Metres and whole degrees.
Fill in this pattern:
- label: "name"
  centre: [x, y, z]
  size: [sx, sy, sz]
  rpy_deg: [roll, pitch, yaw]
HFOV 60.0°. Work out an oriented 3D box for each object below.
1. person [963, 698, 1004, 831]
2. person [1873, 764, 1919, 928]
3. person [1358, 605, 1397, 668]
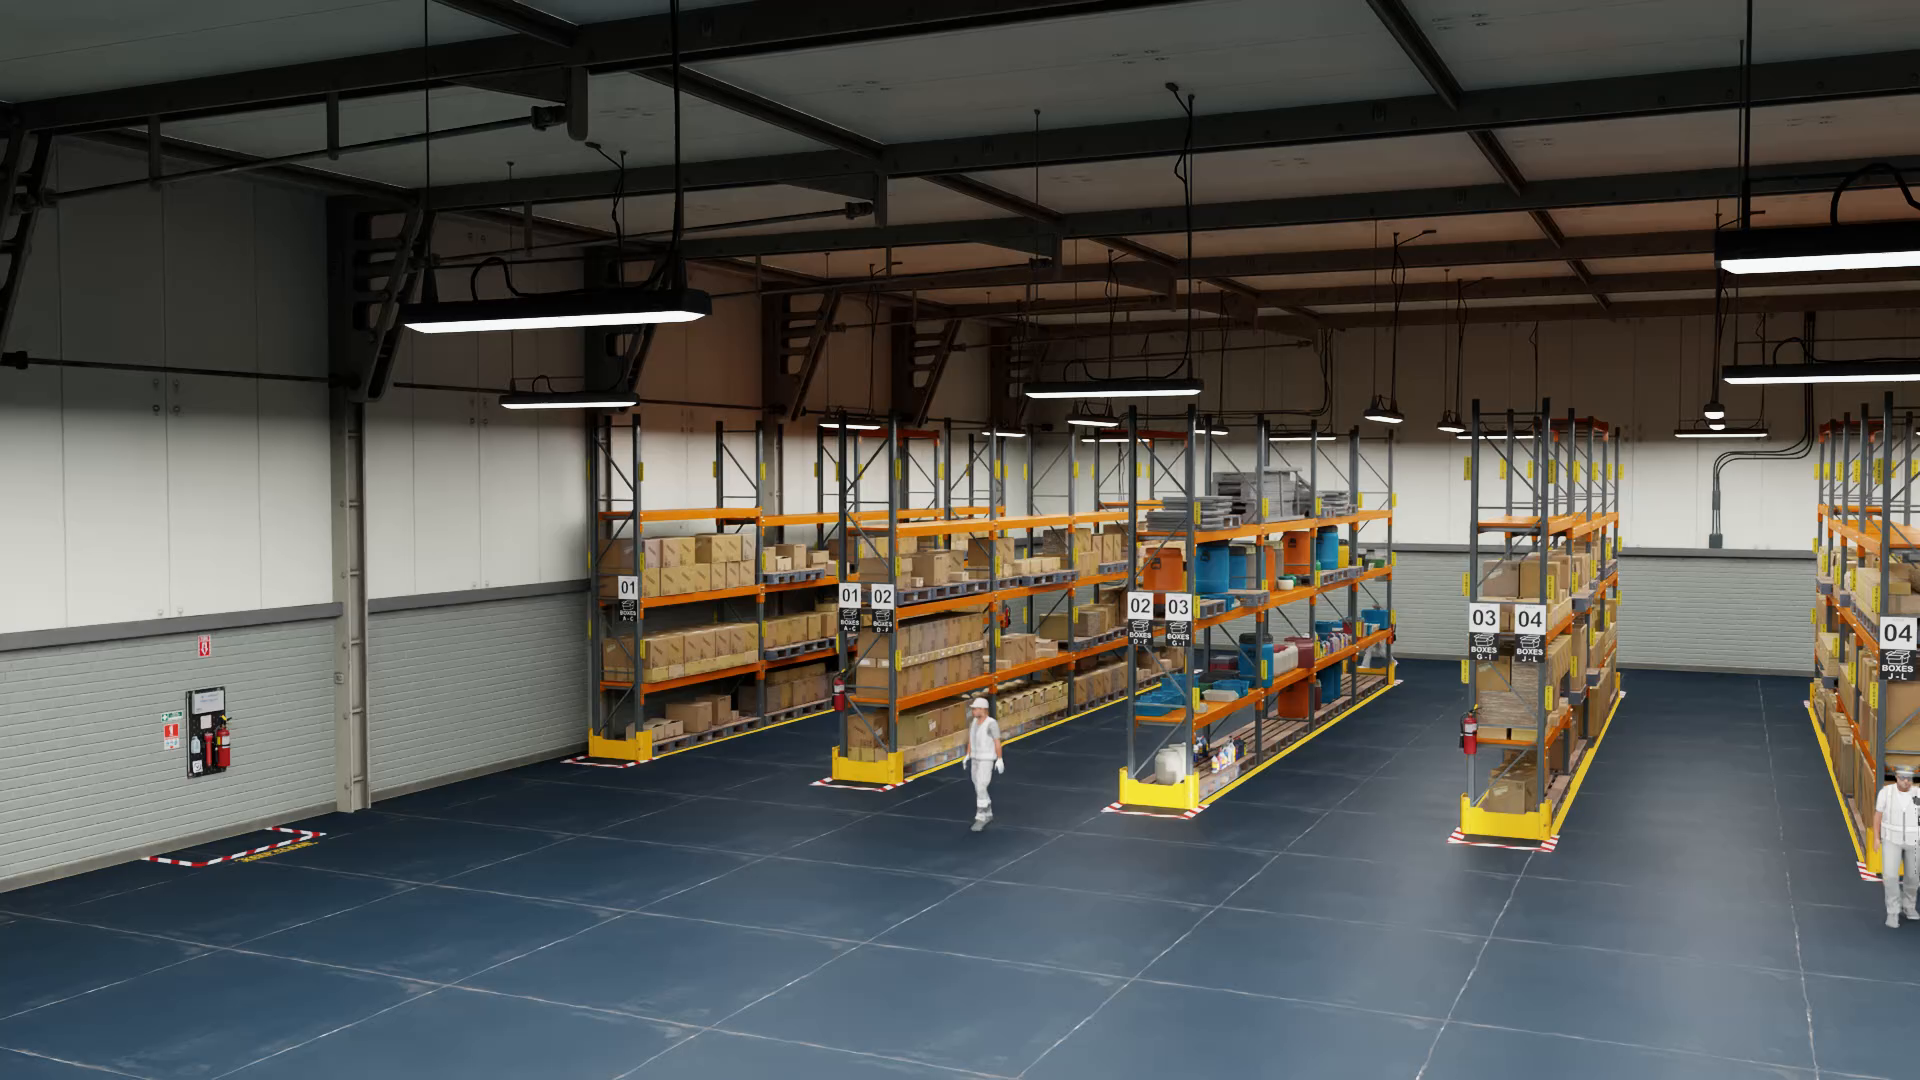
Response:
- label: "person"
  centre: [0.248, 3.142, 23.503]
  size: [0.640, 1.791, 0.623]
  rpy_deg: [-2, 3, -39]
- label: "person"
  centre: [10.486, 3.379, 18.469]
  size: [0.598, 1.795, 0.657]
  rpy_deg: [1, 3, 26]
- label: "person"
  centre: [10.507, 2.457, 41.894]
  size: [0.997, 1.629, 0.448]
  rpy_deg: [0, 2, 5]
